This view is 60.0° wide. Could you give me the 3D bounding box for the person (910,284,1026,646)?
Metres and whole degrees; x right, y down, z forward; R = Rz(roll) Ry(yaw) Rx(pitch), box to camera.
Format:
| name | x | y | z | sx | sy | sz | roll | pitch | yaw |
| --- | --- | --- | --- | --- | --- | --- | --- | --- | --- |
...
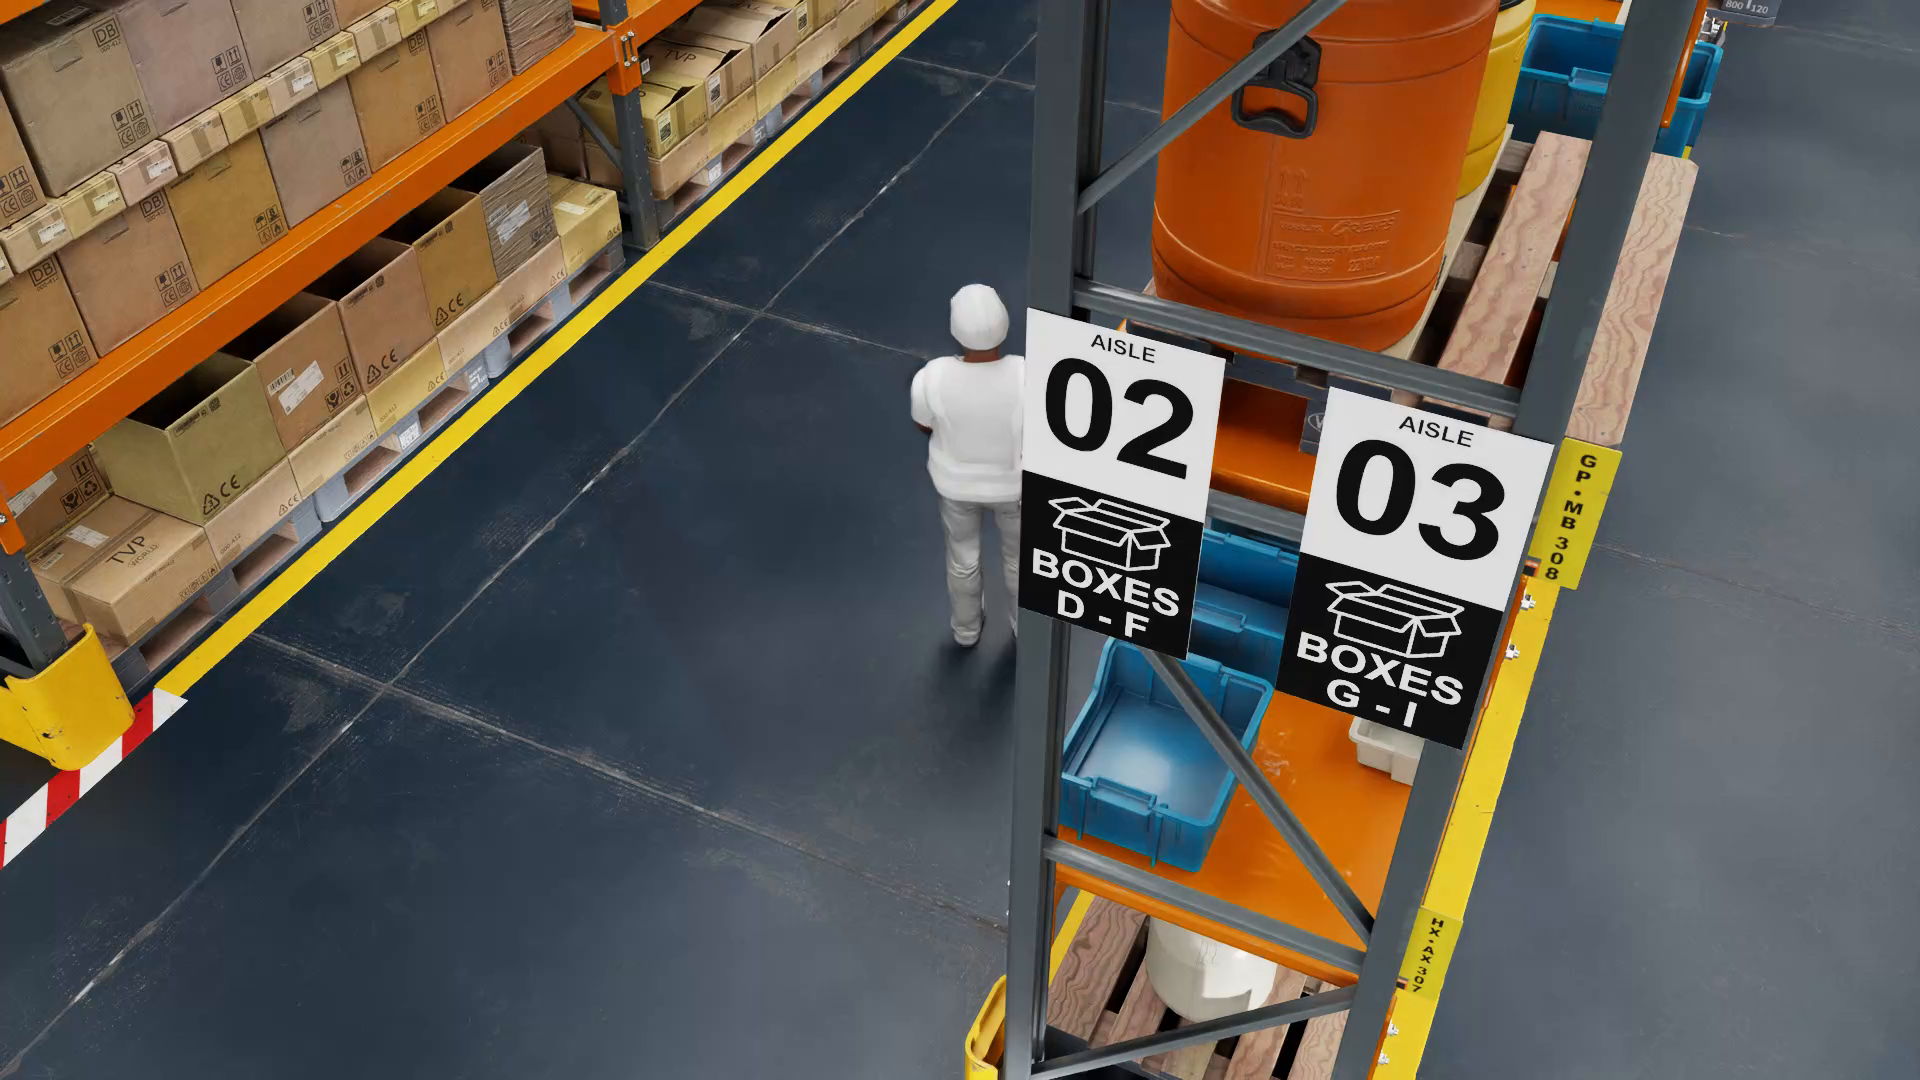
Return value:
| name | x | y | z | sx | sy | sz | roll | pitch | yaw |
| --- | --- | --- | --- | --- | --- | --- | --- | --- | --- |
| person | 0.108 | -0.288 | 6.458 | 0.589 | 1.773 | 0.528 | 1 | 42 | 1 |
